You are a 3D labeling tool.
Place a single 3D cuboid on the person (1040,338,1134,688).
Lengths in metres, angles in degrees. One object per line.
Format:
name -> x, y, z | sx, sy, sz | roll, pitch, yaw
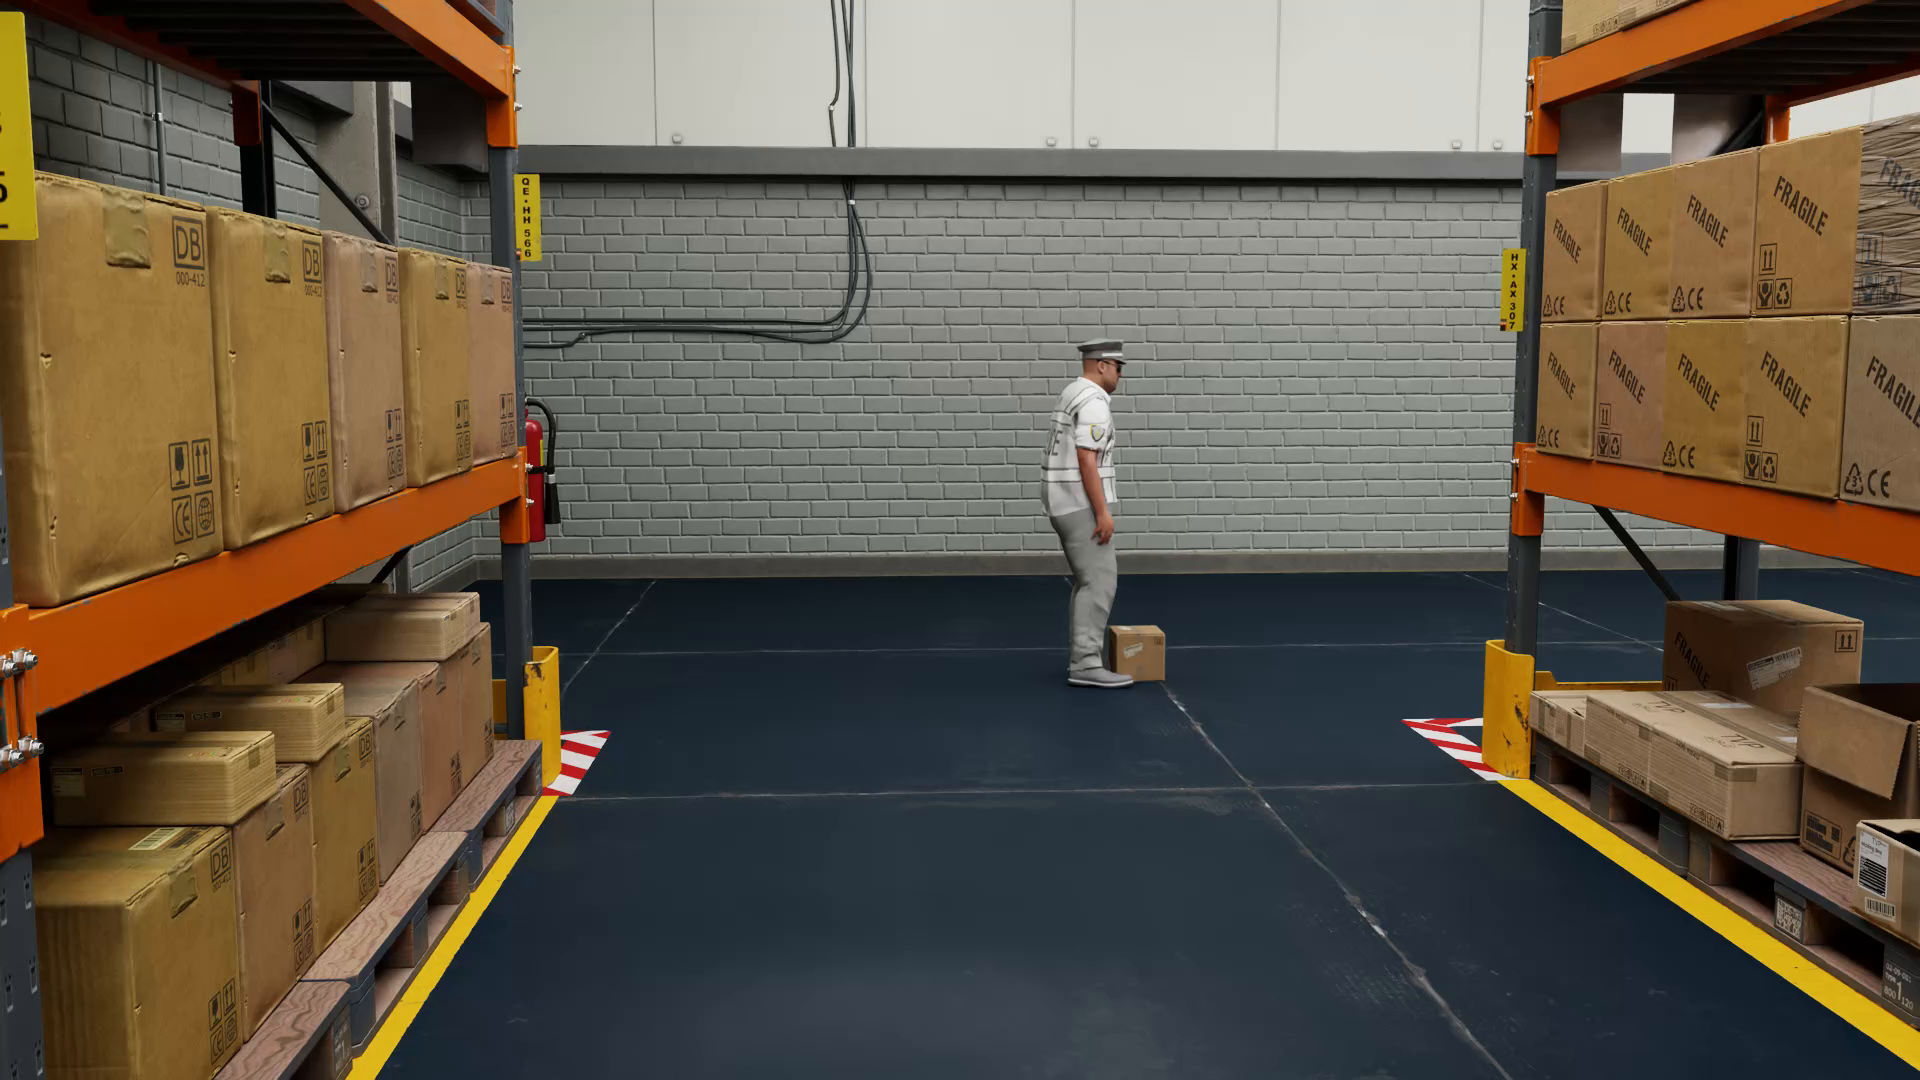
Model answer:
person -> 0.657, -0.153, 8.498 | 0.479, 1.747, 0.585 | -1, 7, -6
